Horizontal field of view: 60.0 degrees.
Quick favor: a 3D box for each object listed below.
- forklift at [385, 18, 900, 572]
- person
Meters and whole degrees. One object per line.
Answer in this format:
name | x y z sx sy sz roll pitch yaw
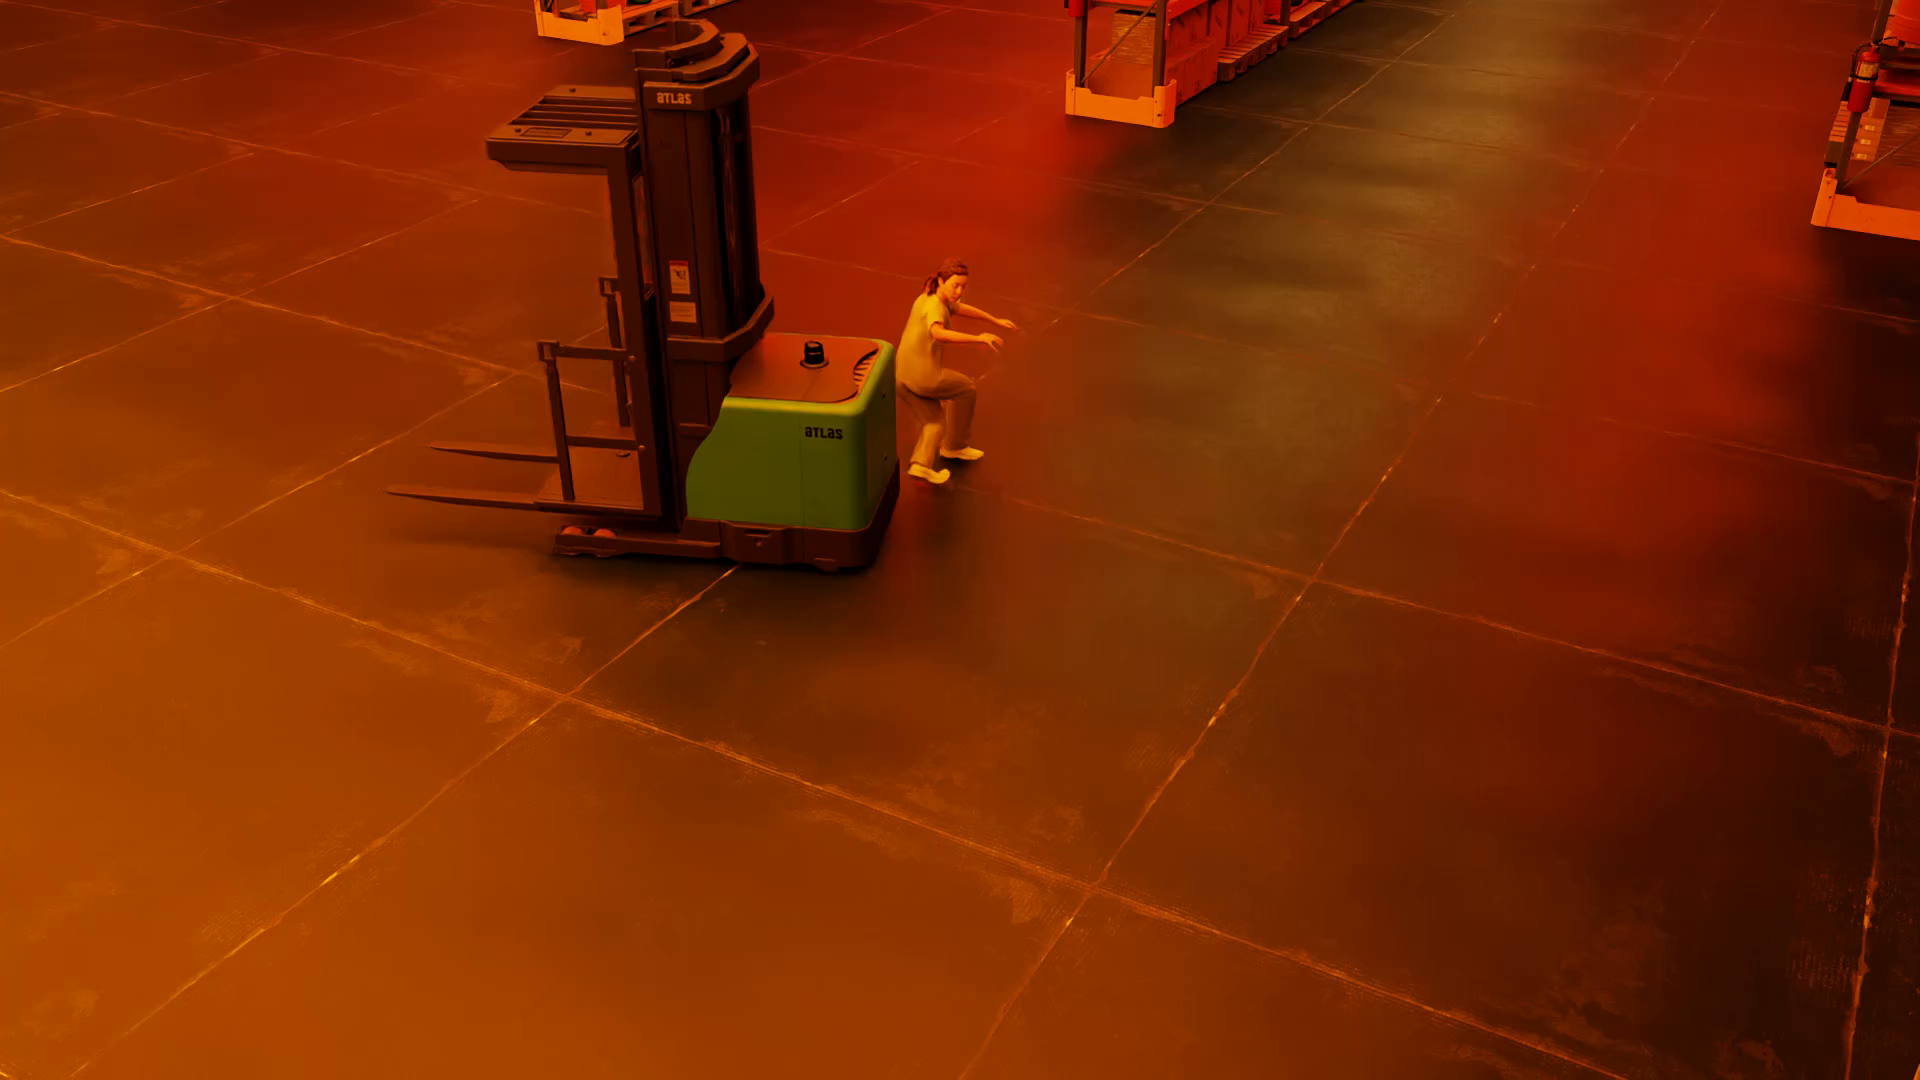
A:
forklift | -1.938 -1.418 9.528 3.031 2.935 1.130 5 30 8
person | 0.031 -1.044 10.424 1.072 1.438 0.767 -21 36 -32
